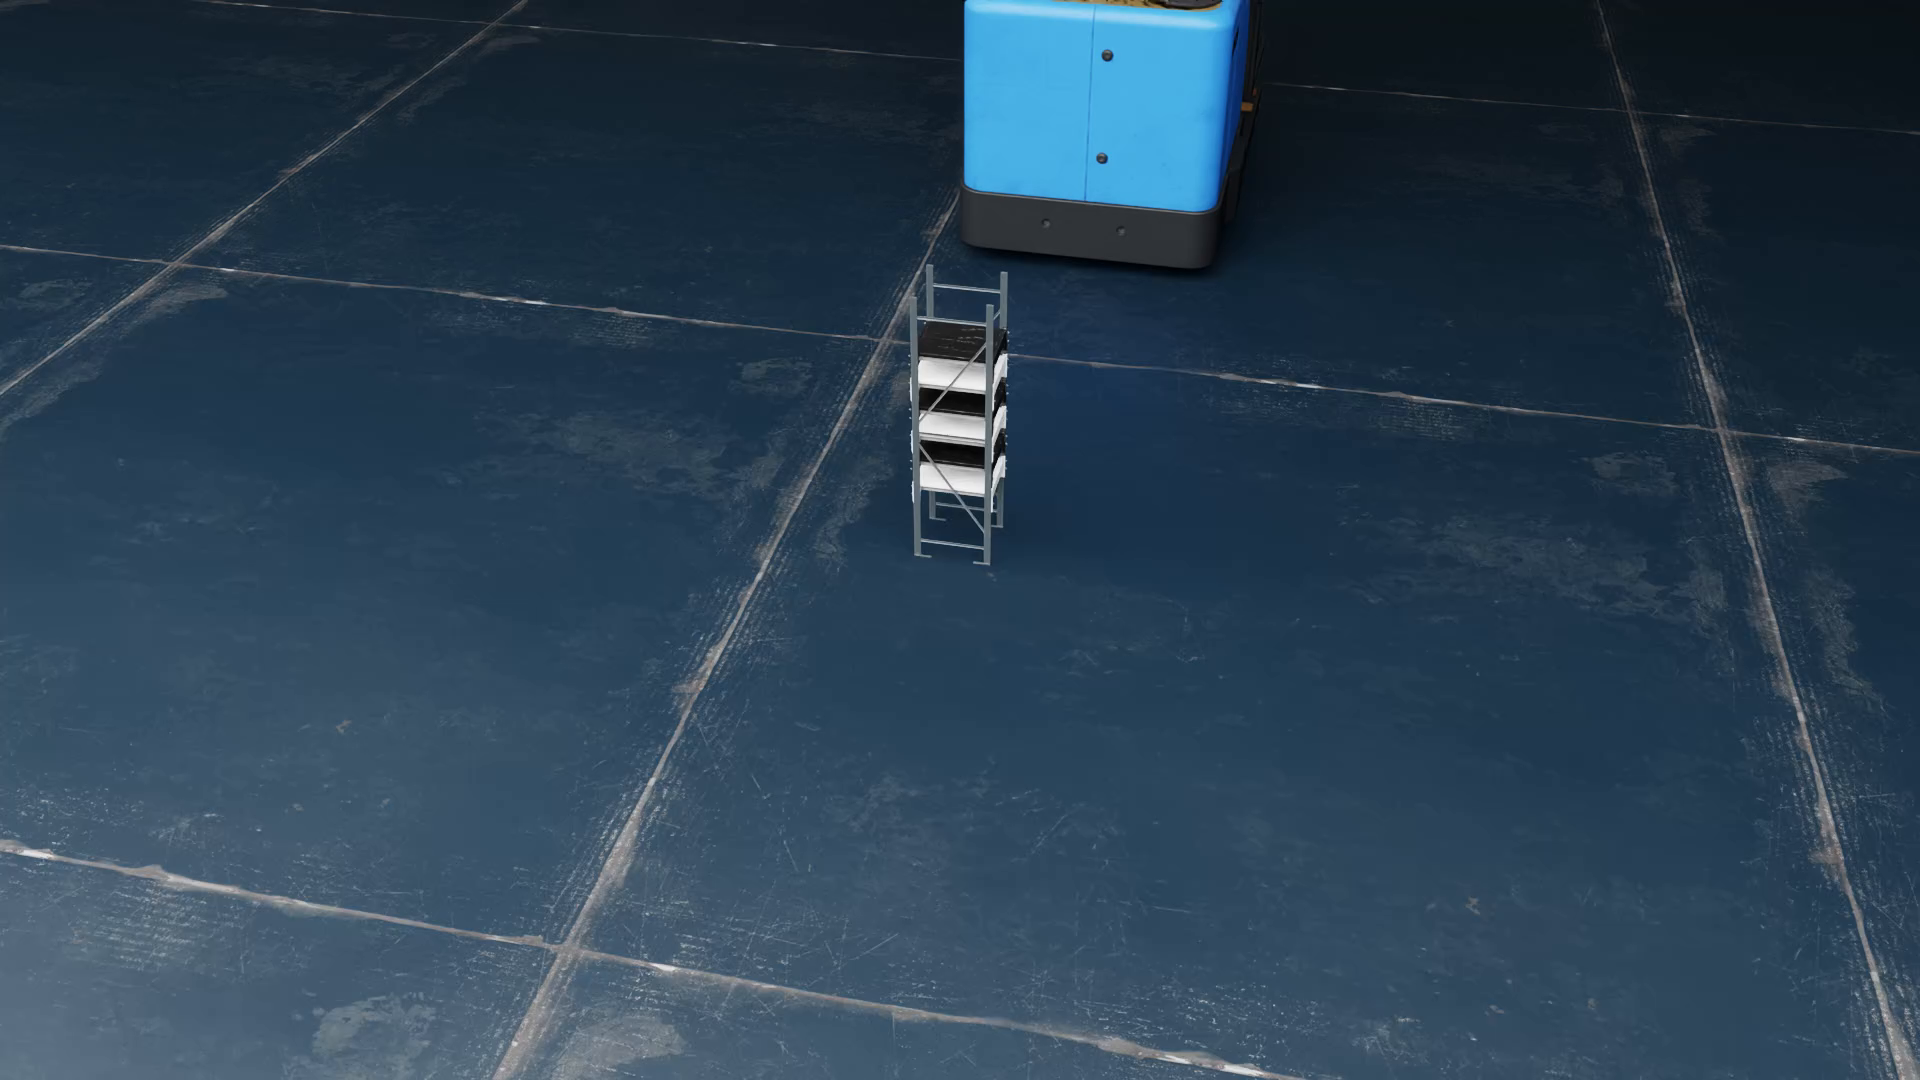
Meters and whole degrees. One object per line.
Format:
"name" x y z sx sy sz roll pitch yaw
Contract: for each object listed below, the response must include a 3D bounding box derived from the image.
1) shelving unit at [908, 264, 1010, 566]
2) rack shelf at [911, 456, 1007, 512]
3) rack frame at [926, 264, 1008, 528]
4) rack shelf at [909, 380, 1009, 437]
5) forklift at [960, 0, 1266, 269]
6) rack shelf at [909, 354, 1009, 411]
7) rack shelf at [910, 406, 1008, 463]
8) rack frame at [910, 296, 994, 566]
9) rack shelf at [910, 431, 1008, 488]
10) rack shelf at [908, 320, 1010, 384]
"shelving unit" -0.002 -0.360 4.979 0.258 0.900 0.210 7 37 10
"rack shelf" -0.002 -0.187 5.105 0.258 0.077 0.200 7 37 10
"rack frame" 0.020 -0.418 5.060 0.240 0.900 0.006 7 37 10
"rack shelf" -0.002 -0.406 4.946 0.258 0.077 0.200 7 37 10
"forklift" 0.837 -3.129 7.070 1.130 2.935 3.031 8 37 11
"rack shelf" -0.002 -0.478 4.893 0.258 0.077 0.200 7 37 10
"rack shelf" -0.002 -0.333 4.999 0.258 0.077 0.200 7 37 10
"rack frame" -0.023 -0.301 4.899 0.240 0.900 0.006 7 37 10
"rack shelf" -0.002 -0.260 5.052 0.258 0.077 0.200 7 37 10
"rack shelf" -0.002 -0.551 4.841 0.258 0.077 0.200 7 37 10
